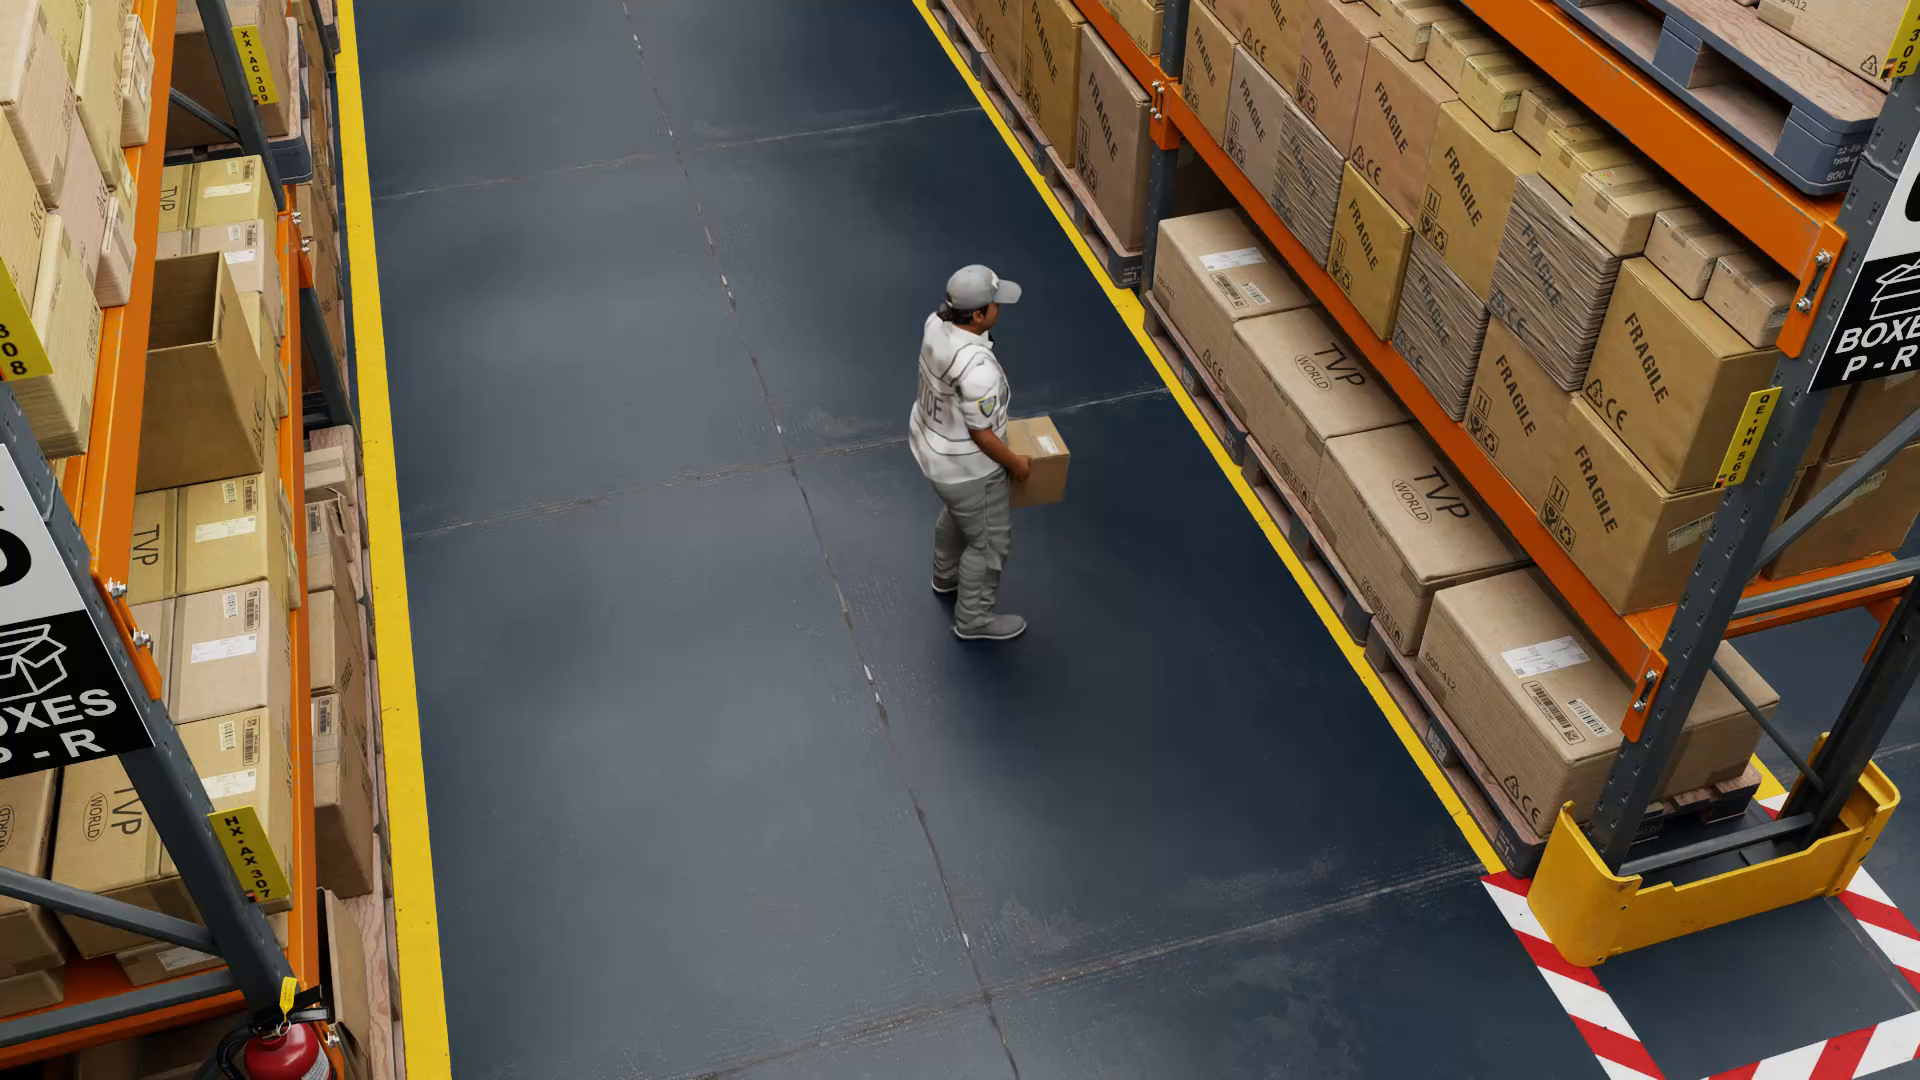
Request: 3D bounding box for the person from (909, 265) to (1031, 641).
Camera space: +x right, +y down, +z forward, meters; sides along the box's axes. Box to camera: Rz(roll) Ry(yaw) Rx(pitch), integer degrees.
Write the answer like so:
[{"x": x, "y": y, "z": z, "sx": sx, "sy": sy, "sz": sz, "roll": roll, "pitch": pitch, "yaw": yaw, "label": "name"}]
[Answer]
[{"x": 0.036, "y": -0.340, "z": 6.523, "sx": 0.426, "sy": 1.672, "sz": 0.513, "roll": -13, "pitch": 44, "yaw": -14, "label": "person"}]
